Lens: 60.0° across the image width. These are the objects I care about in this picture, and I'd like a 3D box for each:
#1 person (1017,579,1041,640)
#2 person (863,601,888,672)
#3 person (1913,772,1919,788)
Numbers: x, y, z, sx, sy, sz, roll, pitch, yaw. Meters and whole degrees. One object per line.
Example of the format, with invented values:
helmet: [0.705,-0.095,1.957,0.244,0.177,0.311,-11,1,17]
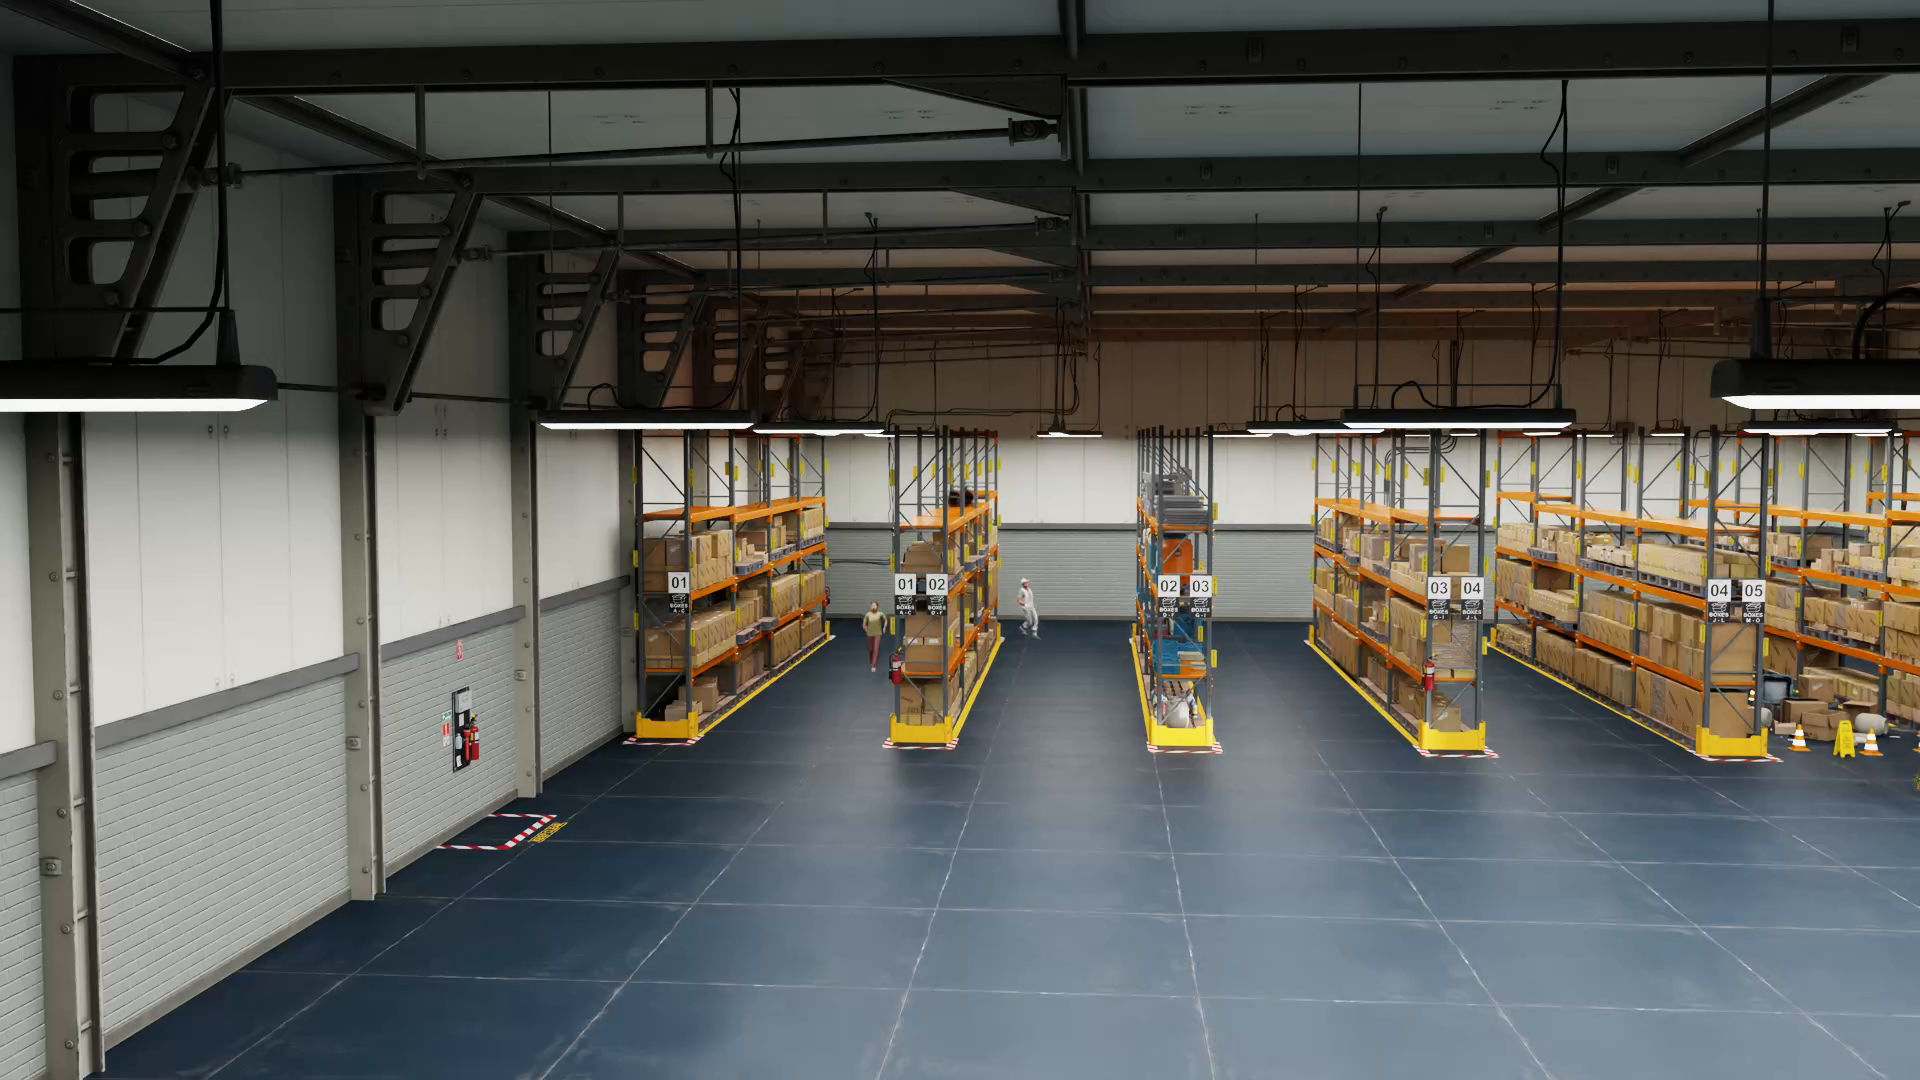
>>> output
person: [1.949,1.987,47.814,0.753,1.763,0.718,3,5,41]
person: [-2.030,2.263,39.317,0.561,1.632,0.799,0,3,1]
person: [15.842,3.296,26.576,1.060,1.731,0.703,3,5,44]
